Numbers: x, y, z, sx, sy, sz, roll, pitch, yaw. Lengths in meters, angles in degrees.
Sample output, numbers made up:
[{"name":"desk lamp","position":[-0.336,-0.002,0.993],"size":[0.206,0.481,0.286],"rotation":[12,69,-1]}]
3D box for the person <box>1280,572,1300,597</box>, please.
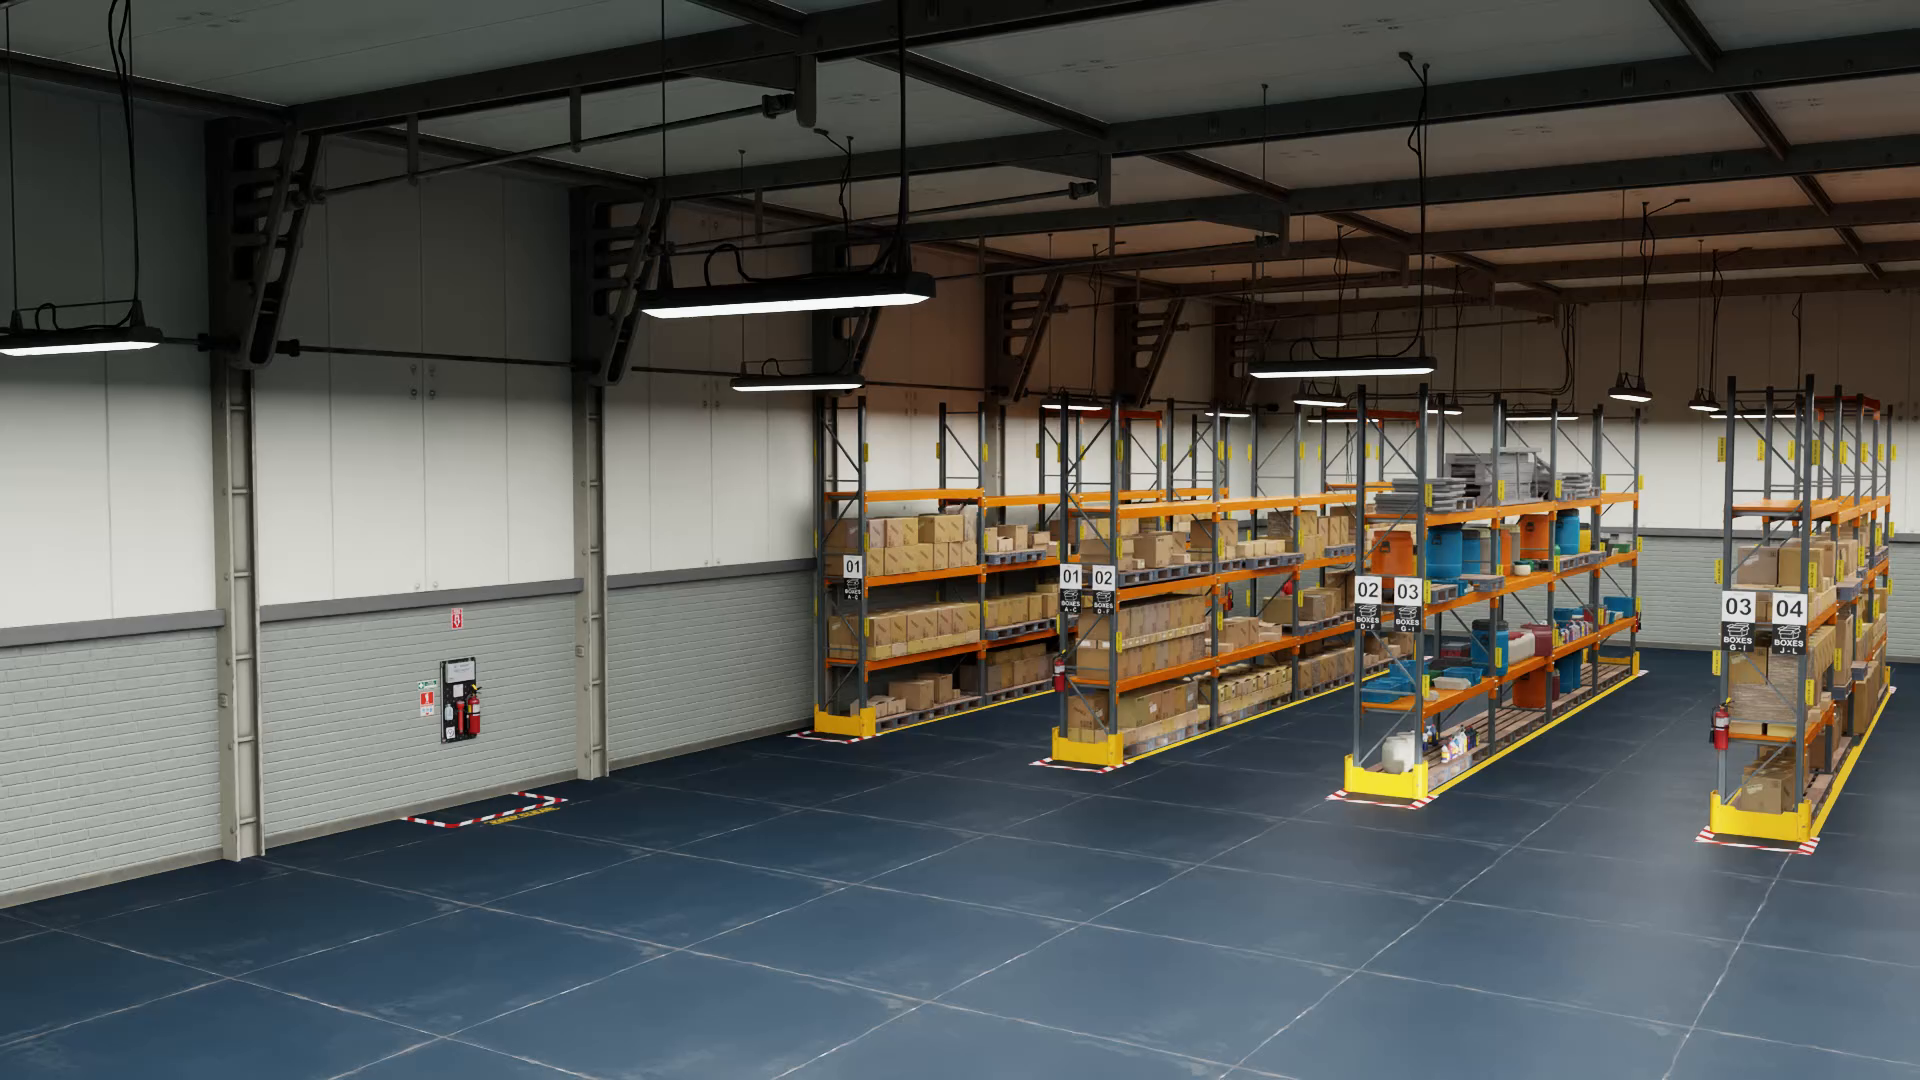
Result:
[{"name":"person","position":[9.130,1.751,45.763],"size":[0.555,1.724,0.783],"rotation":[-3,4,-41]}]
